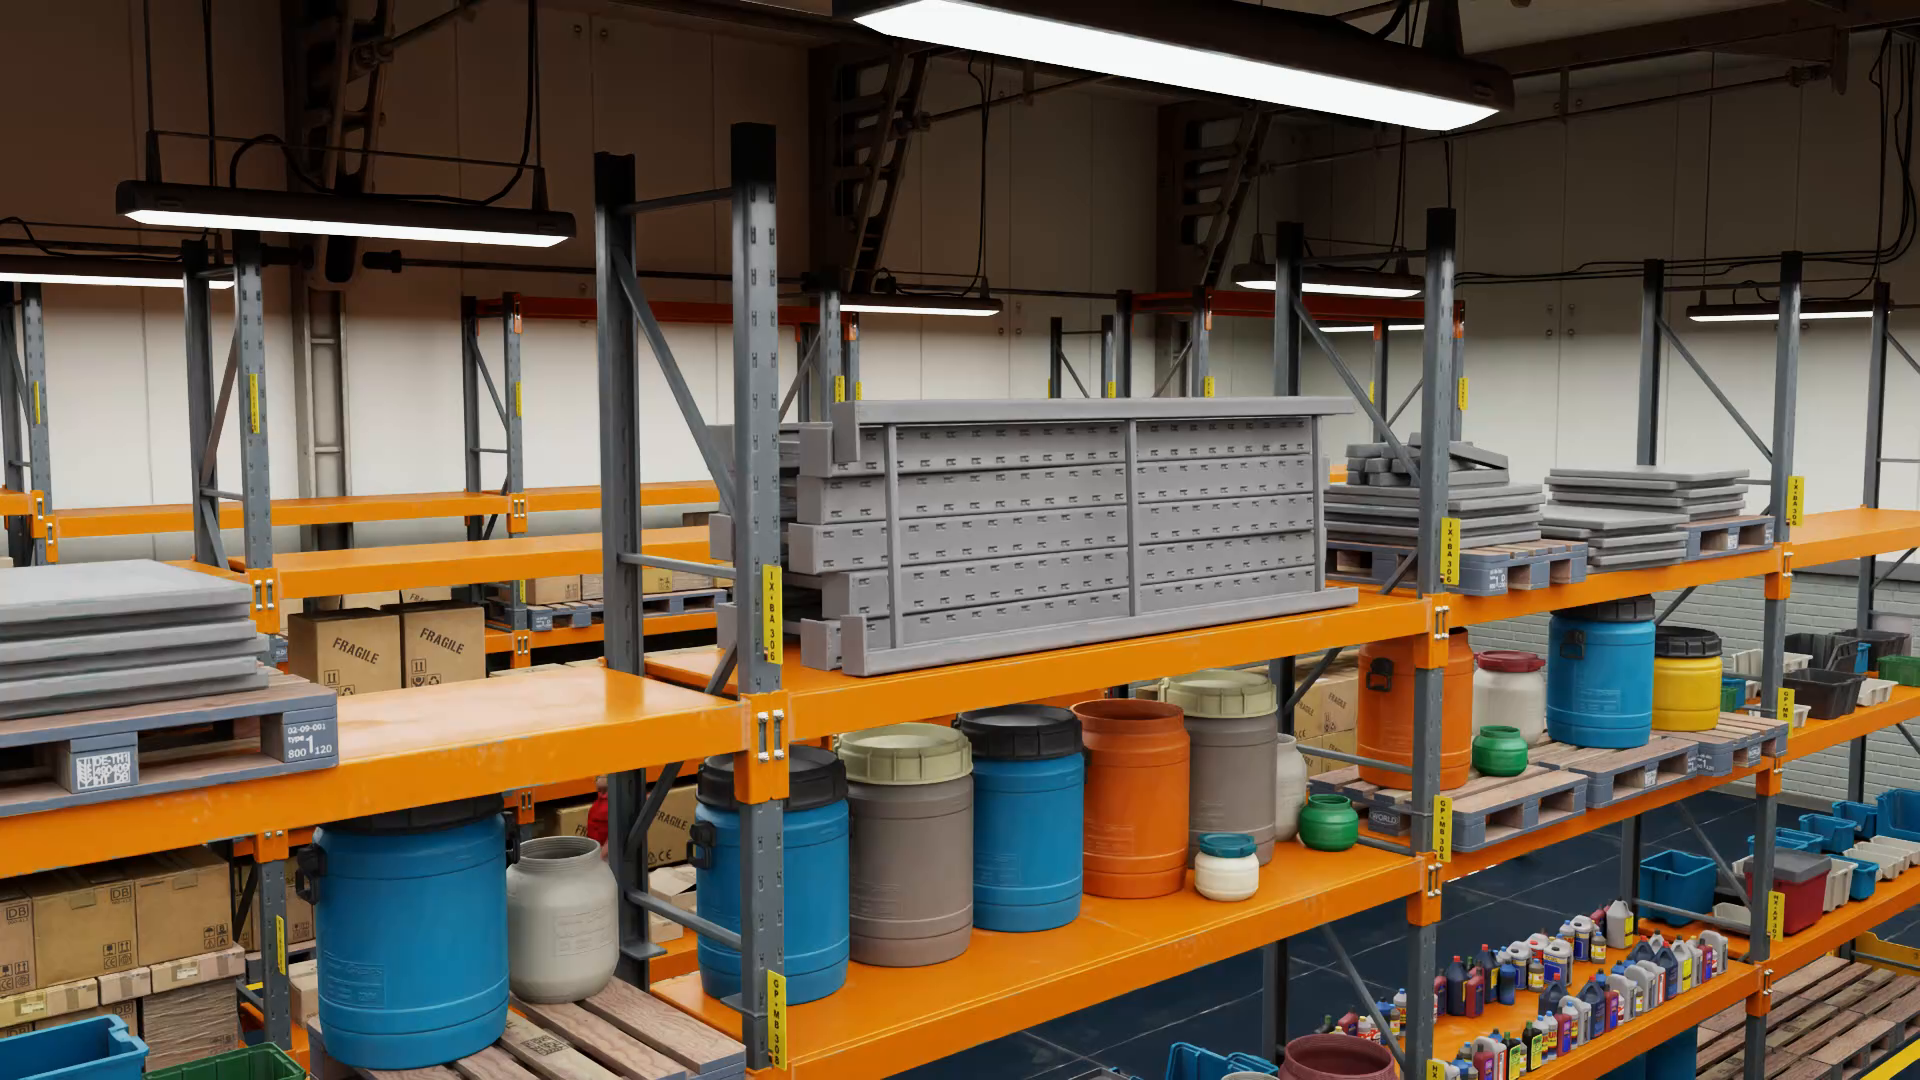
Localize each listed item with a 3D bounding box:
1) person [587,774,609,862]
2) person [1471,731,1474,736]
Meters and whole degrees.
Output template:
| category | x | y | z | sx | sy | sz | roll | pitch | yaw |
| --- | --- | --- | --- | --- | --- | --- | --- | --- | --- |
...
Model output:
| category | x | y | z | sx | sy | sz | roll | pitch | yaw |
| --- | --- | --- | --- | --- | --- | --- | --- | --- | --- |
| person | -3.254 | 2.887 | 15.047 | 0.898 | 1.710 | 0.556 | -4 | 7 | -34 |
| person | 5.777 | 2.560 | 18.305 | 0.528 | 1.727 | 0.919 | -4 | 7 | -38 |
